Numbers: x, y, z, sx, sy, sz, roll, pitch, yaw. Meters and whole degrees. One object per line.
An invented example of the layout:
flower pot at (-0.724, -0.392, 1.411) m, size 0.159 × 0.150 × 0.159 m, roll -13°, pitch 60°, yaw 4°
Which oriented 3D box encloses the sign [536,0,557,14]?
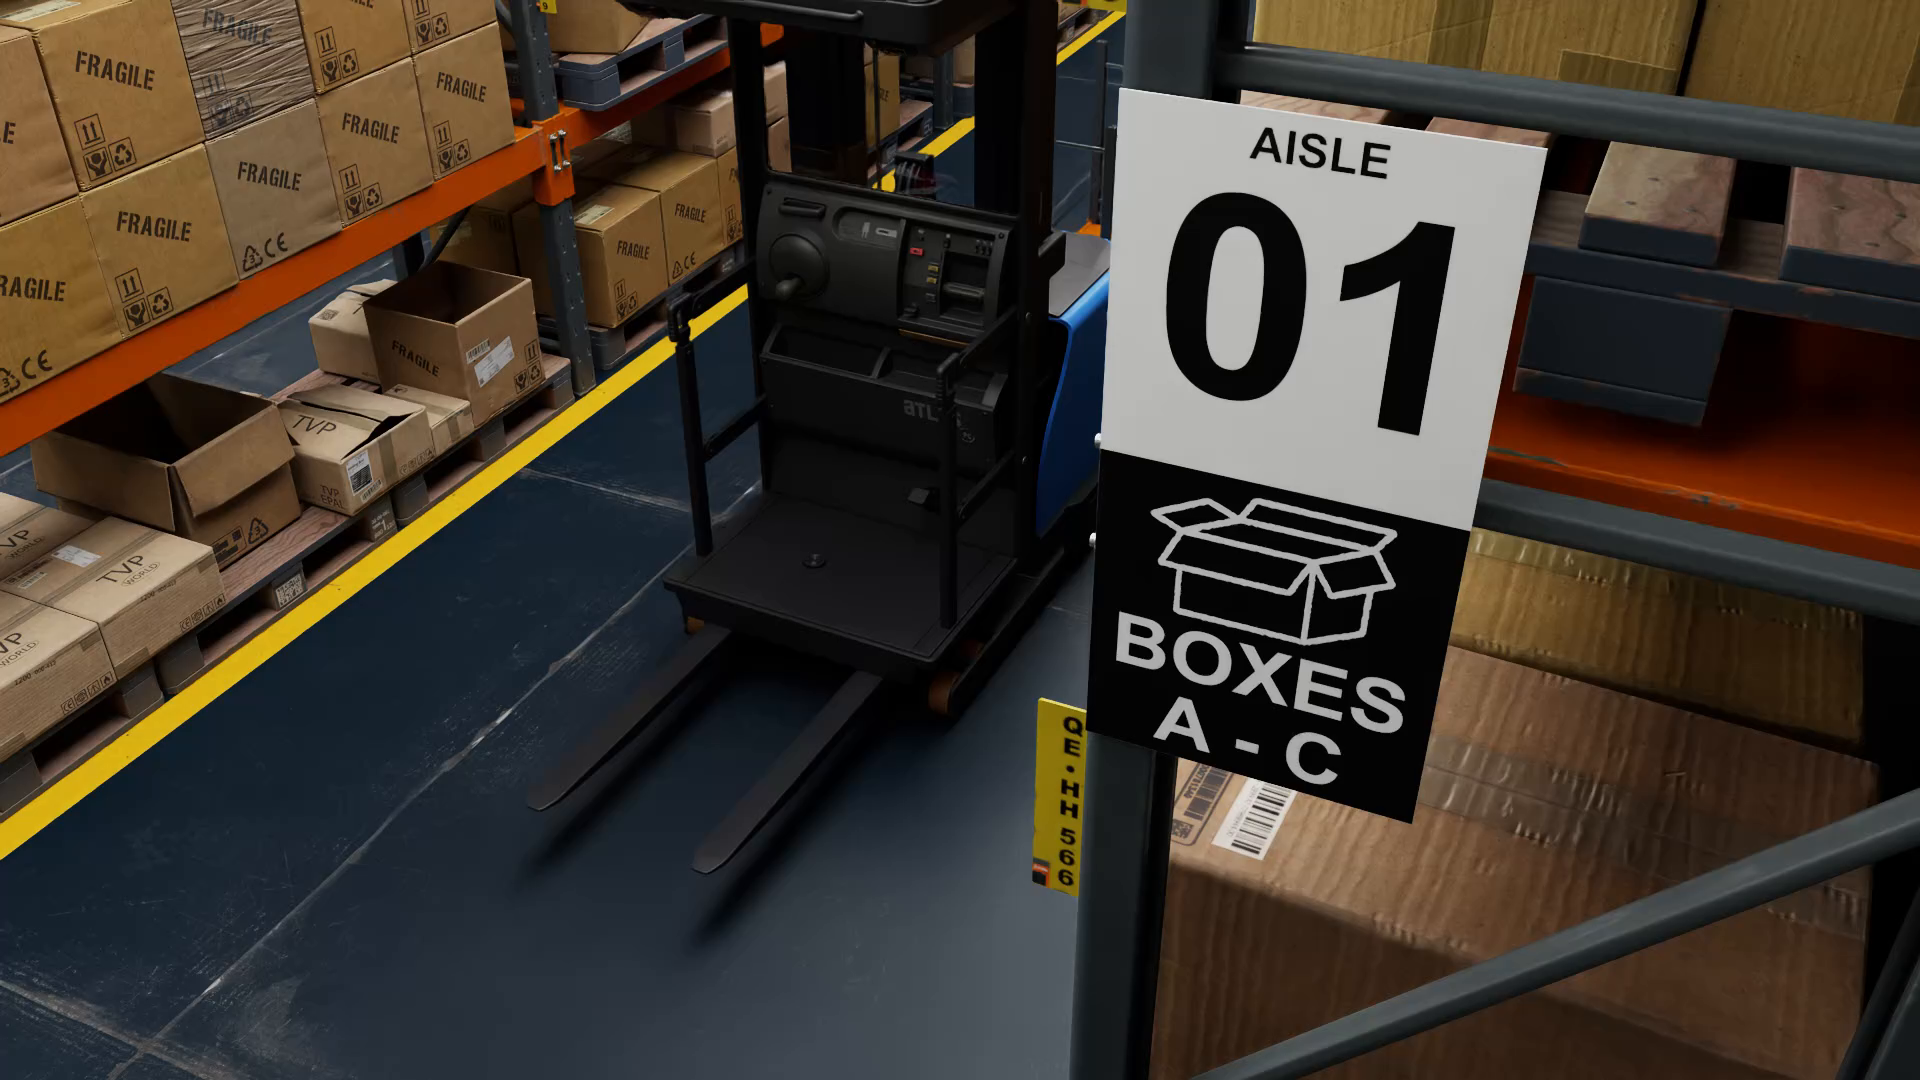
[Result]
sign at (-1.698, -2.303, 6.737) m, size 0.100 × 0.325 × 0.005 m, roll 14°, pitch 36°, yaw 20°

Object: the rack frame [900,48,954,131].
rack frame at (-0.520, -4.054, 10.197) m, size 1.000 × 3.000 × 0.127 m, roll 14°, pitch 36°, yaw 20°

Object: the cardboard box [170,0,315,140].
cardboard box at (-2.593, -1.704, 5.609) m, size 0.500 × 0.500 × 0.500 m, roll 14°, pitch 36°, yaw 21°

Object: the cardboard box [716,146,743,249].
cardboard box at (-1.341, -1.901, 8.791) m, size 0.500 × 0.500 × 0.500 m, roll 15°, pitch 36°, yaw 21°

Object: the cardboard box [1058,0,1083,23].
cardboard box at (0.602, -4.039, 12.299) m, size 0.500 × 0.250 × 0.500 m, roll 15°, pitch 36°, yaw 21°

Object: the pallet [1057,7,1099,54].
pallet at (0.371, -3.894, 12.496) m, size 1.003 × 0.211 × 1.213 m, roll 14°, pitch 36°, yaw 20°

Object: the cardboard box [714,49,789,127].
cardboard box at (-1.142, -2.447, 8.941) m, size 0.500 × 0.250 × 0.500 m, roll 13°, pitch 36°, yaw 20°

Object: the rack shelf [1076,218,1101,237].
rack shelf at (0.614, -1.137, 7.445) m, size 0.538 × 0.185 × 1.000 m, roll 15°, pitch 36°, yaw 22°

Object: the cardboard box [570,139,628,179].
cardboard box at (-2.033, -1.756, 8.571) m, size 0.500 × 0.500 × 0.500 m, roll 14°, pitch 36°, yaw 21°

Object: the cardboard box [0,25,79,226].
cardboard box at (-3.017, -1.200, 4.841) m, size 0.500 × 0.500 × 0.500 m, roll 15°, pitch 36°, yaw 21°

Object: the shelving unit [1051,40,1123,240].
shelving unit at (0.610, -1.283, 7.339) m, size 0.587 × 1.500 × 1.083 m, roll 15°, pitch 36°, yaw 22°

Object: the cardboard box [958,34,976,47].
cardboard box at (-0.034, -3.507, 10.977) m, size 0.500 × 0.311 × 0.500 m, roll 15°, pitch 36°, yaw 22°

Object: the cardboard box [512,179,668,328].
cardboard box at (-1.770, -1.385, 8.005) m, size 0.500 × 0.500 × 0.500 m, roll 13°, pitch 35°, yaw 18°

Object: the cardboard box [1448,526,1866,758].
cardboard box at (1.132, 0.319, 3.255) m, size 0.980 × 0.700 × 0.700 m, roll 14°, pitch 36°, yaw 20°

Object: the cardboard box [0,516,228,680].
cardboard box at (-2.964, 0.193, 5.827) m, size 0.500 × 0.250 × 0.500 m, roll 14°, pitch 36°, yaw 20°

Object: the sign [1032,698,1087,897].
sign at (0.147, 0.351, 2.208) m, size 0.100 × 0.325 × 0.005 m, roll 14°, pitch 36°, yaw 20°

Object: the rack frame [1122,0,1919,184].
rack frame at (0.634, -1.444, 0.745) m, size 1.000 × 3.000 × 0.127 m, roll 14°, pitch 36°, yaw 20°

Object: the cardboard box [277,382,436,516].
cardboard box at (-2.488, -0.399, 6.673) m, size 0.500 × 0.311 × 0.500 m, roll 14°, pitch 36°, yaw 20°

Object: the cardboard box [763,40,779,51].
cardboard box at (-1.184, -2.769, 10.116) m, size 0.500 × 0.500 × 0.500 m, roll 13°, pitch 35°, yaw 19°

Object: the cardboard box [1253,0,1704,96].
cardboard box at (0.699, -0.770, 2.115) m, size 0.500 × 0.250 × 0.500 m, roll 15°, pitch 36°, yaw 22°

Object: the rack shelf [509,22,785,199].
rack shelf at (-1.357, -2.757, 8.875) m, size 1.077 × 0.370 × 4.000 m, roll 14°, pitch 36°, yaw 20°

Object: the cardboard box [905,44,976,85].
cardboard box at (-0.034, -3.273, 11.131) m, size 0.500 × 0.250 × 0.500 m, roll 14°, pitch 36°, yaw 20°

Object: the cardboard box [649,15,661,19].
cardboard box at (-1.562, -2.821, 7.842) m, size 0.700 × 0.500 × 0.500 m, roll 20°, pitch 38°, yaw 28°

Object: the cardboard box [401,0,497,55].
cardboard box at (-2.170, -2.210, 6.382) m, size 0.500 × 0.500 × 0.500 m, roll 14°, pitch 36°, yaw 21°

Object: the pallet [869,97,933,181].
pallet at (-0.867, -2.524, 10.407) m, size 1.003 × 0.211 × 1.213 m, roll 14°, pitch 36°, yaw 20°

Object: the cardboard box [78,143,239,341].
cardboard box at (-2.808, -1.028, 5.491) m, size 0.500 × 0.500 × 0.500 m, roll 15°, pitch 36°, yaw 21°

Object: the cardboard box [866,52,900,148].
cardboard box at (-0.698, -2.673, 9.969) m, size 0.500 × 0.500 × 0.500 m, roll 16°, pitch 36°, yaw 22°

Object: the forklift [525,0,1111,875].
forklift at (-0.364, -0.888, 5.431) m, size 1.130 × 2.935 × 3.031 m, roll 15°, pitch 36°, yaw 22°

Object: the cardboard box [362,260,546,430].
cardboard box at (-2.175, -0.851, 7.191) m, size 0.500 × 0.500 × 0.500 m, roll 14°, pitch 36°, yaw 20°

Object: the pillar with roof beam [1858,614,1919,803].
pillar with roof beam at (-1.110, -3.876, 4.455) m, size 9.100 × 9.000 × 0.400 m, roll 14°, pitch 36°, yaw 20°

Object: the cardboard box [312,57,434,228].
cardboard box at (-2.384, -1.538, 6.270) m, size 0.500 × 0.500 × 0.500 m, roll 15°, pitch 36°, yaw 22°

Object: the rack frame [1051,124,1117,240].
rack frame at (0.388, -1.038, 6.965) m, size 0.500 × 1.500 × 0.032 m, roll 15°, pitch 36°, yaw 22°

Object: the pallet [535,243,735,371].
pallet at (-1.888, -1.309, 8.554) m, size 1.003 × 0.211 × 1.213 m, roll 14°, pitch 36°, yaw 20°

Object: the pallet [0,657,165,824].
pallet at (-3.503, 0.662, 5.549) m, size 1.003 × 0.211 × 1.213 m, roll 14°, pitch 36°, yaw 20°

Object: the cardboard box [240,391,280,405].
cardboard box at (-2.919, -0.468, 6.911) m, size 0.380 × 0.166 × 0.250 m, roll 14°, pitch 36°, yaw 20°

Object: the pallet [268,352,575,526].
pallet at (-2.482, -0.554, 7.402) m, size 1.003 × 0.211 × 1.213 m, roll 14°, pitch 36°, yaw 20°
